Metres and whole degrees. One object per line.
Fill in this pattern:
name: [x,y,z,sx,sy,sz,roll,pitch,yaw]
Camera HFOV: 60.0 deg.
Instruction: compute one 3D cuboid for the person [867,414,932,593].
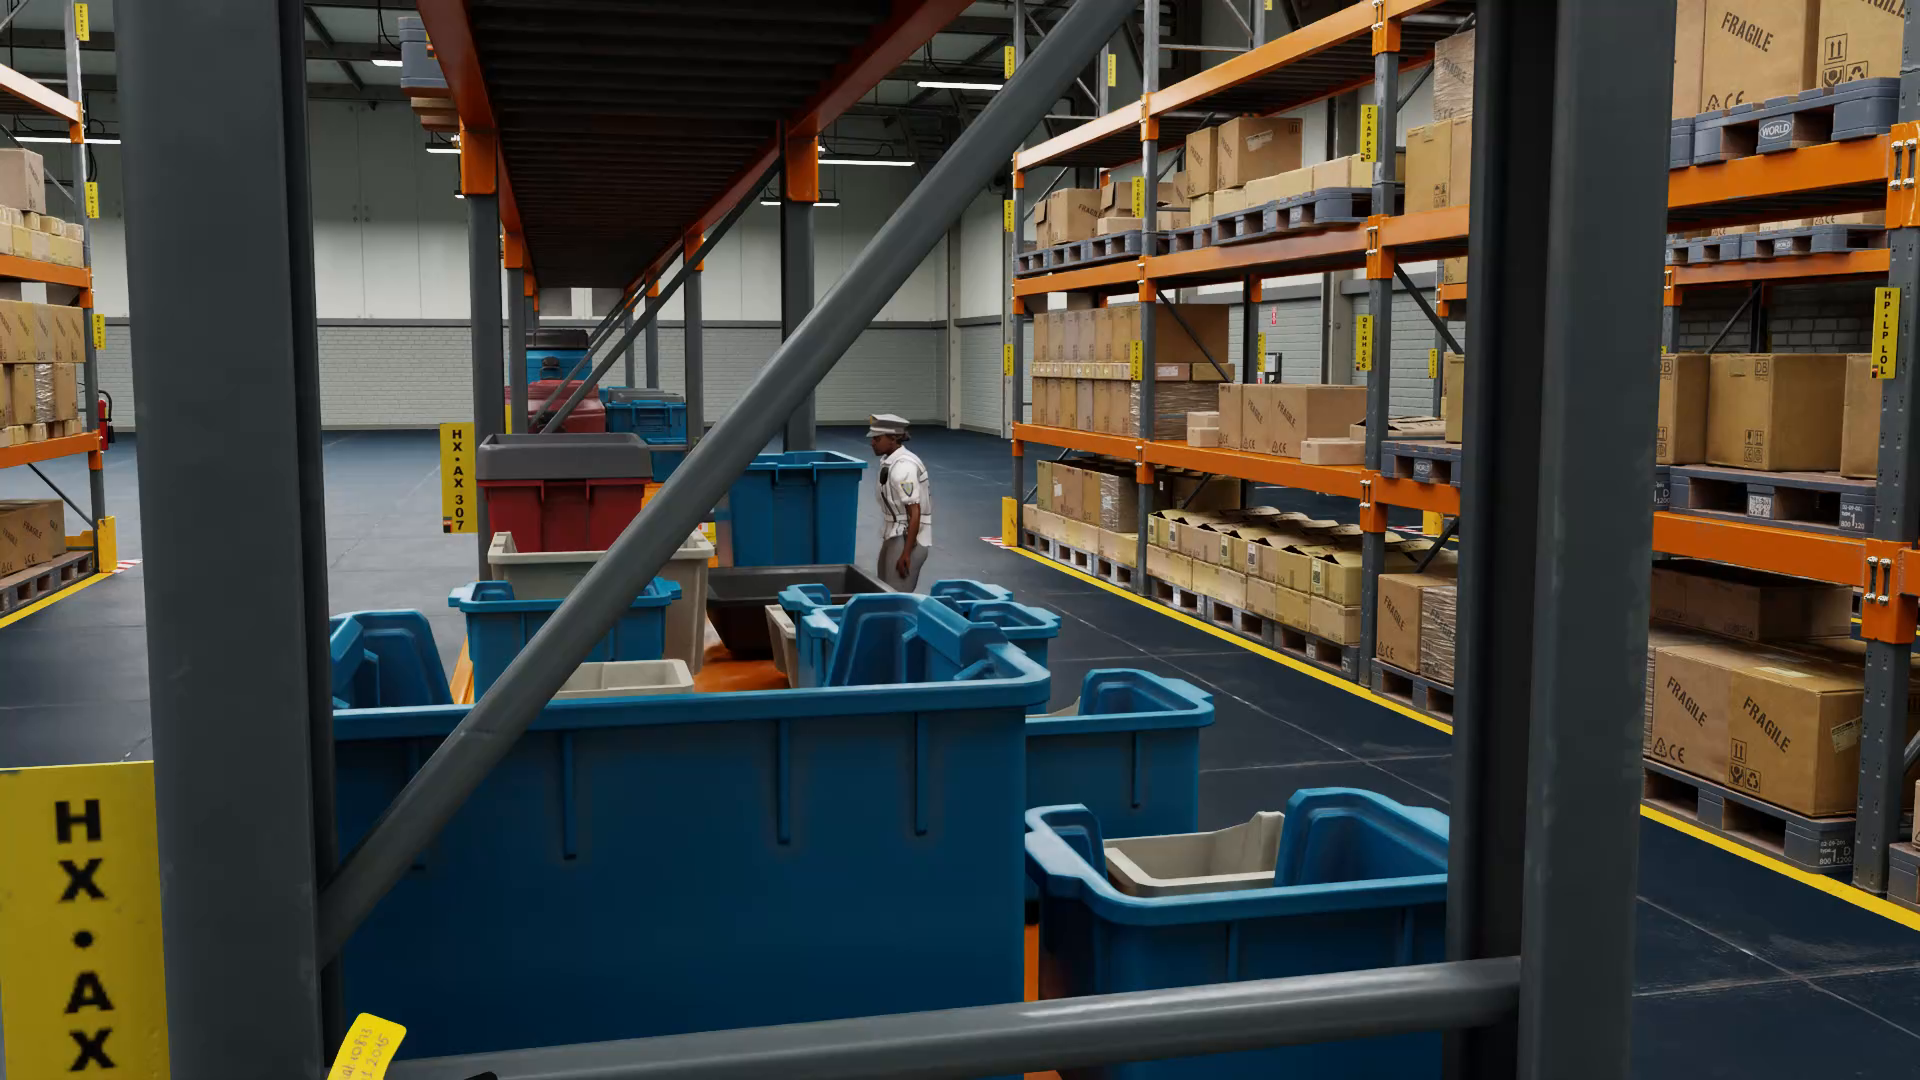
person: [-0.398,0.060,10.144,0.427,1.657,0.522,-2,7,-17]
